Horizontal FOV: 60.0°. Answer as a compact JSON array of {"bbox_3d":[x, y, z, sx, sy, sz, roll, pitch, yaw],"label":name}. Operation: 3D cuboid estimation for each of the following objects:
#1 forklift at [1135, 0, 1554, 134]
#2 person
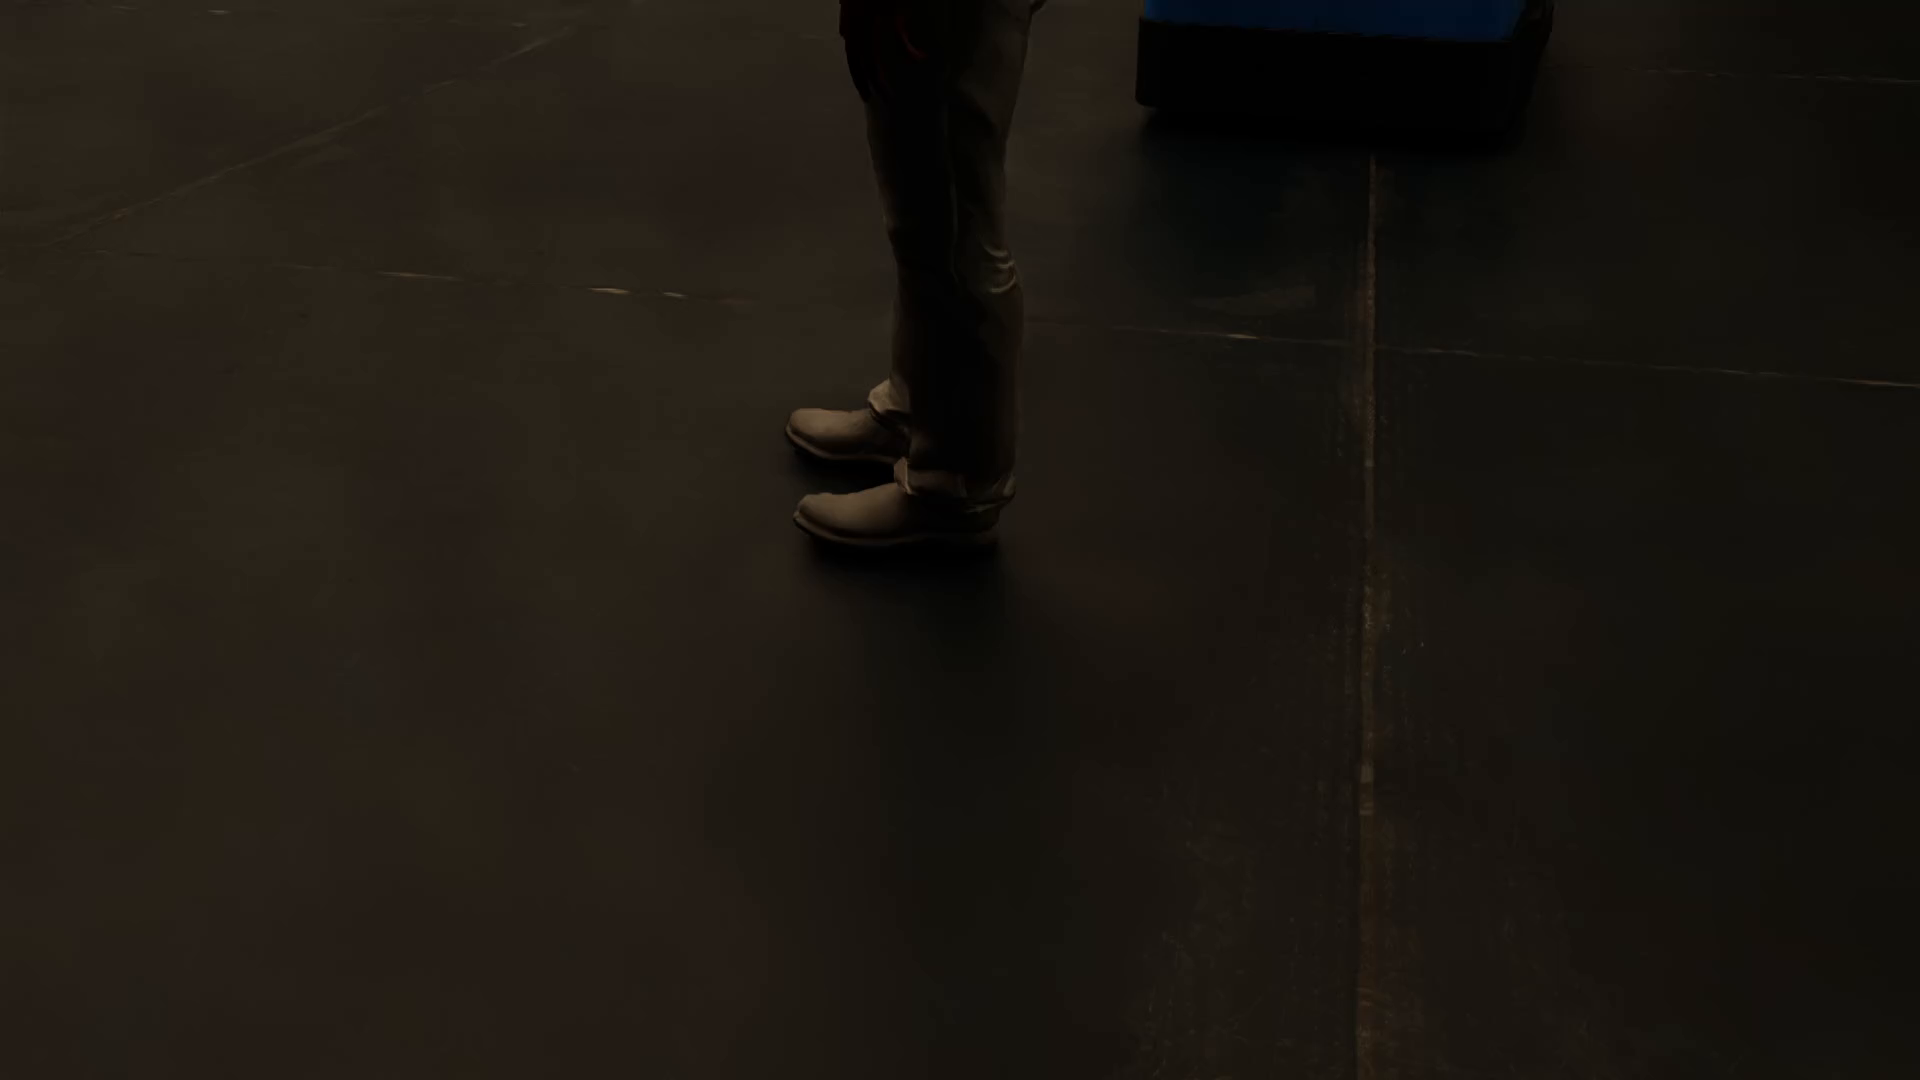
[{"bbox_3d":[1.516,-3.069,5.329,1.130,2.935,3.031,10,28,18],"label":"forklift"},{"bbox_3d":[-0.067,-0.804,2.117,0.576,1.766,0.665,6,27,11],"label":"person"}]
